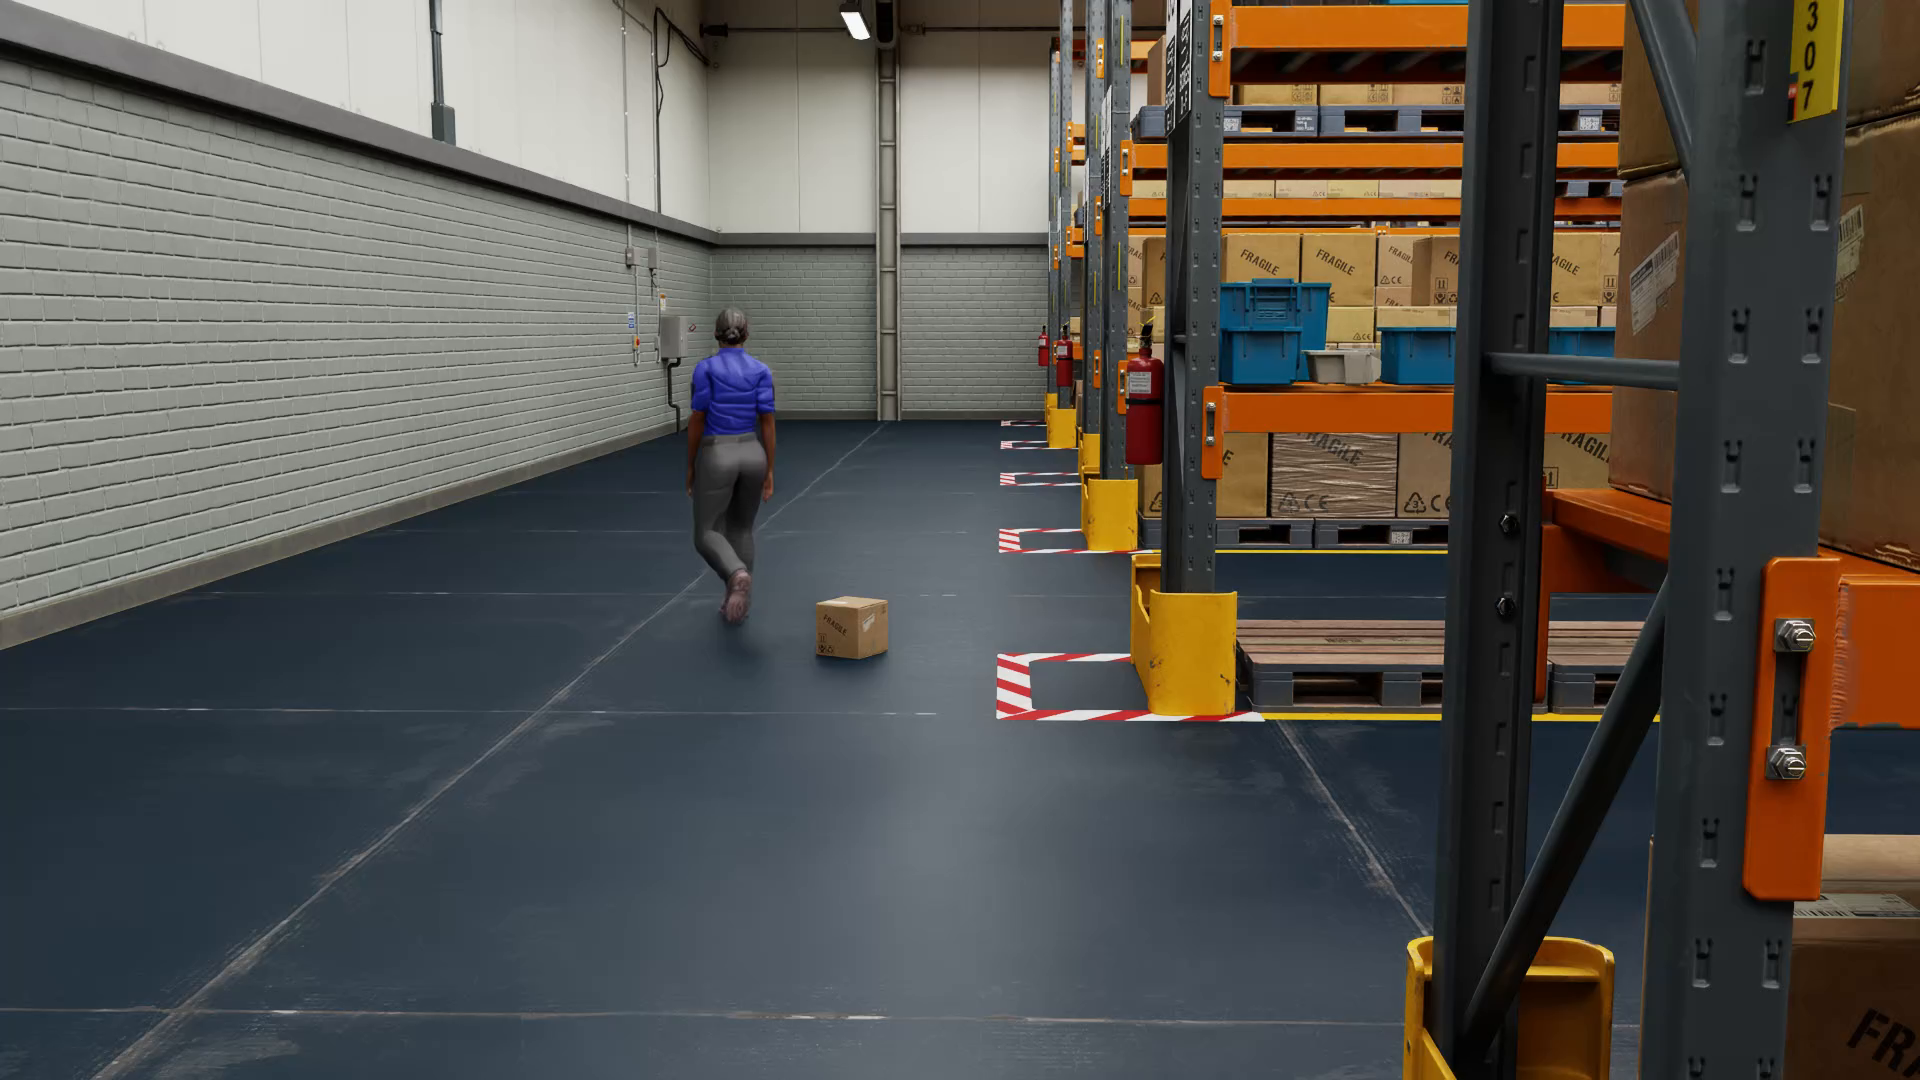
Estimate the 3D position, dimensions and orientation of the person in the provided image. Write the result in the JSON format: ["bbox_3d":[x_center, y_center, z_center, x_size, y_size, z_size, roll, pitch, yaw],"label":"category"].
[{"bbox_3d":[-1.165,-0.380,8.591,0.449,1.630,0.722,-4,8,-28],"label":"person"}]
